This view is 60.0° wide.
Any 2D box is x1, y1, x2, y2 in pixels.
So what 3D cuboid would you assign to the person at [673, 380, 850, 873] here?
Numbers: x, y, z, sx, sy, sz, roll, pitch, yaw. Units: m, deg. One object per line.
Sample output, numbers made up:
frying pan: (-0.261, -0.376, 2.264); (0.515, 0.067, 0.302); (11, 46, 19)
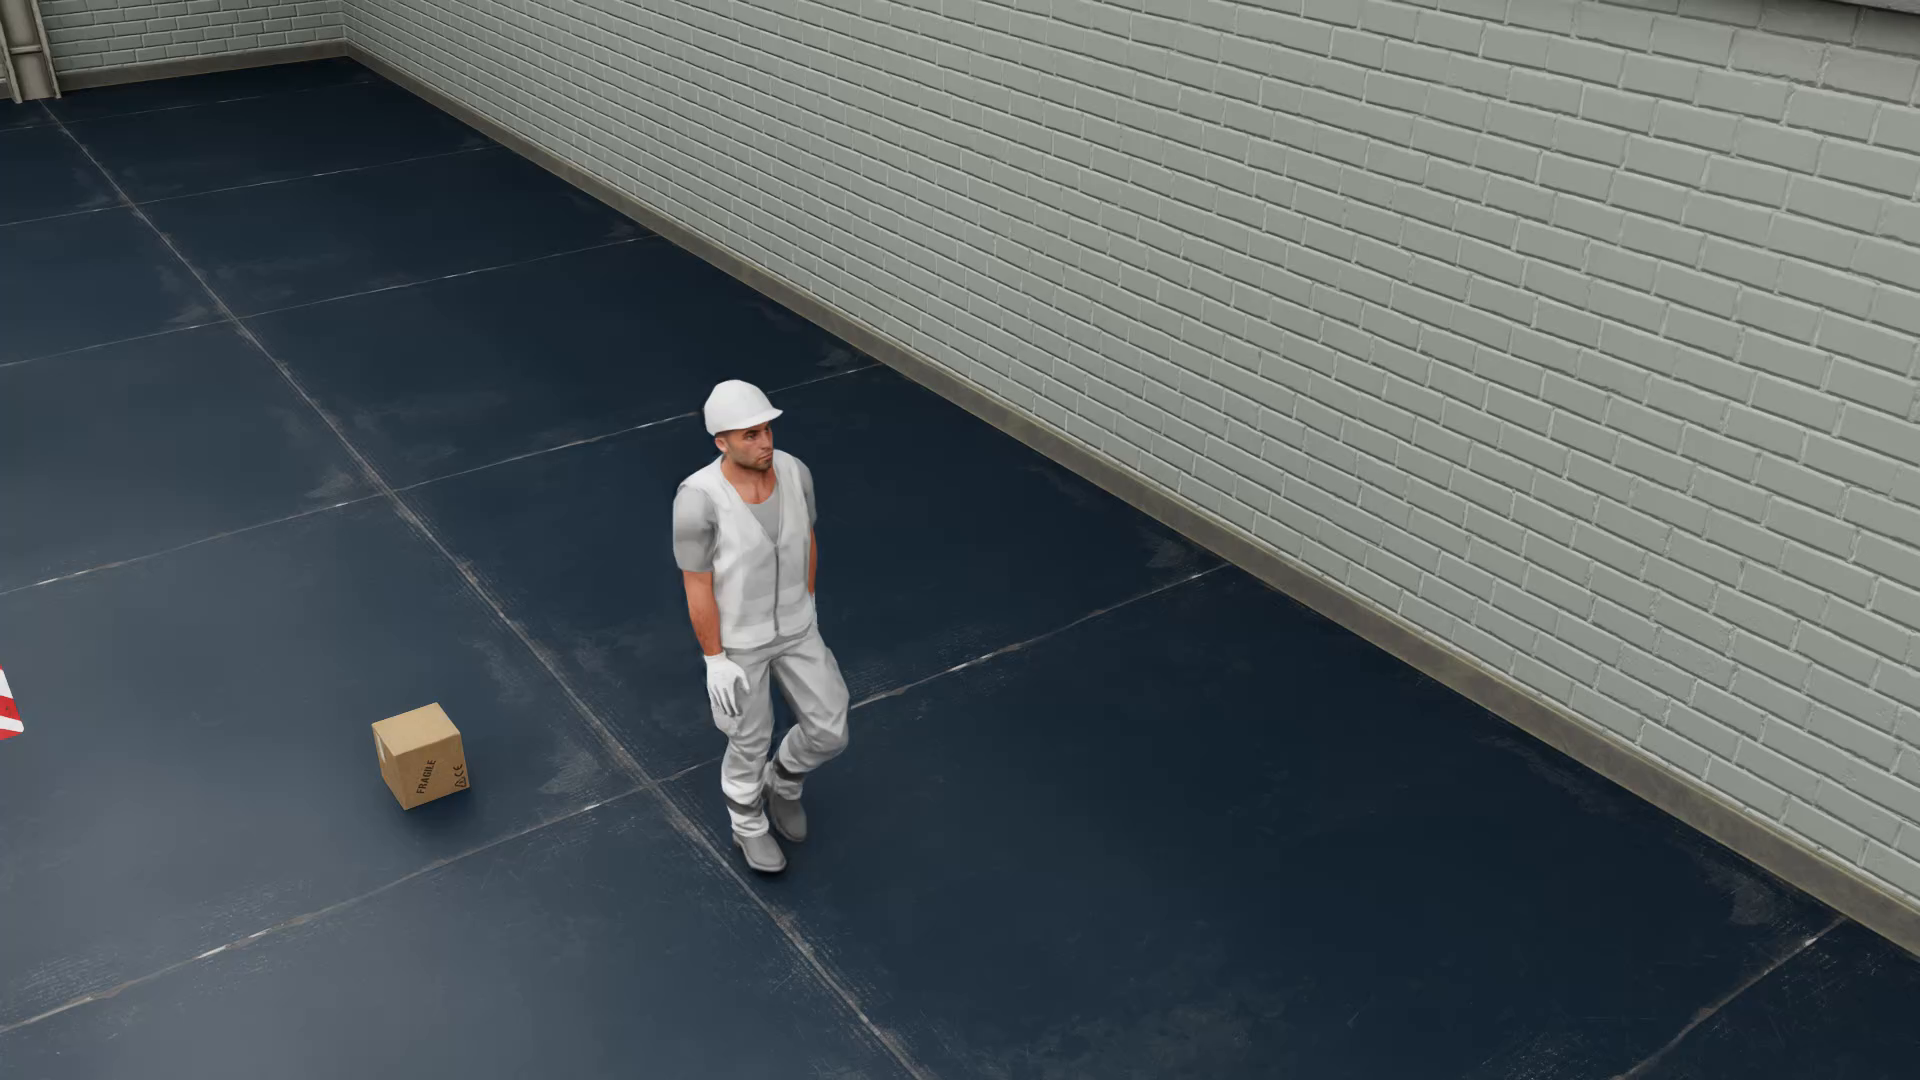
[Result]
person: (-0.628, 0.329, 5.447); (0.539, 1.797, 0.432); (-20, 34, -32)
